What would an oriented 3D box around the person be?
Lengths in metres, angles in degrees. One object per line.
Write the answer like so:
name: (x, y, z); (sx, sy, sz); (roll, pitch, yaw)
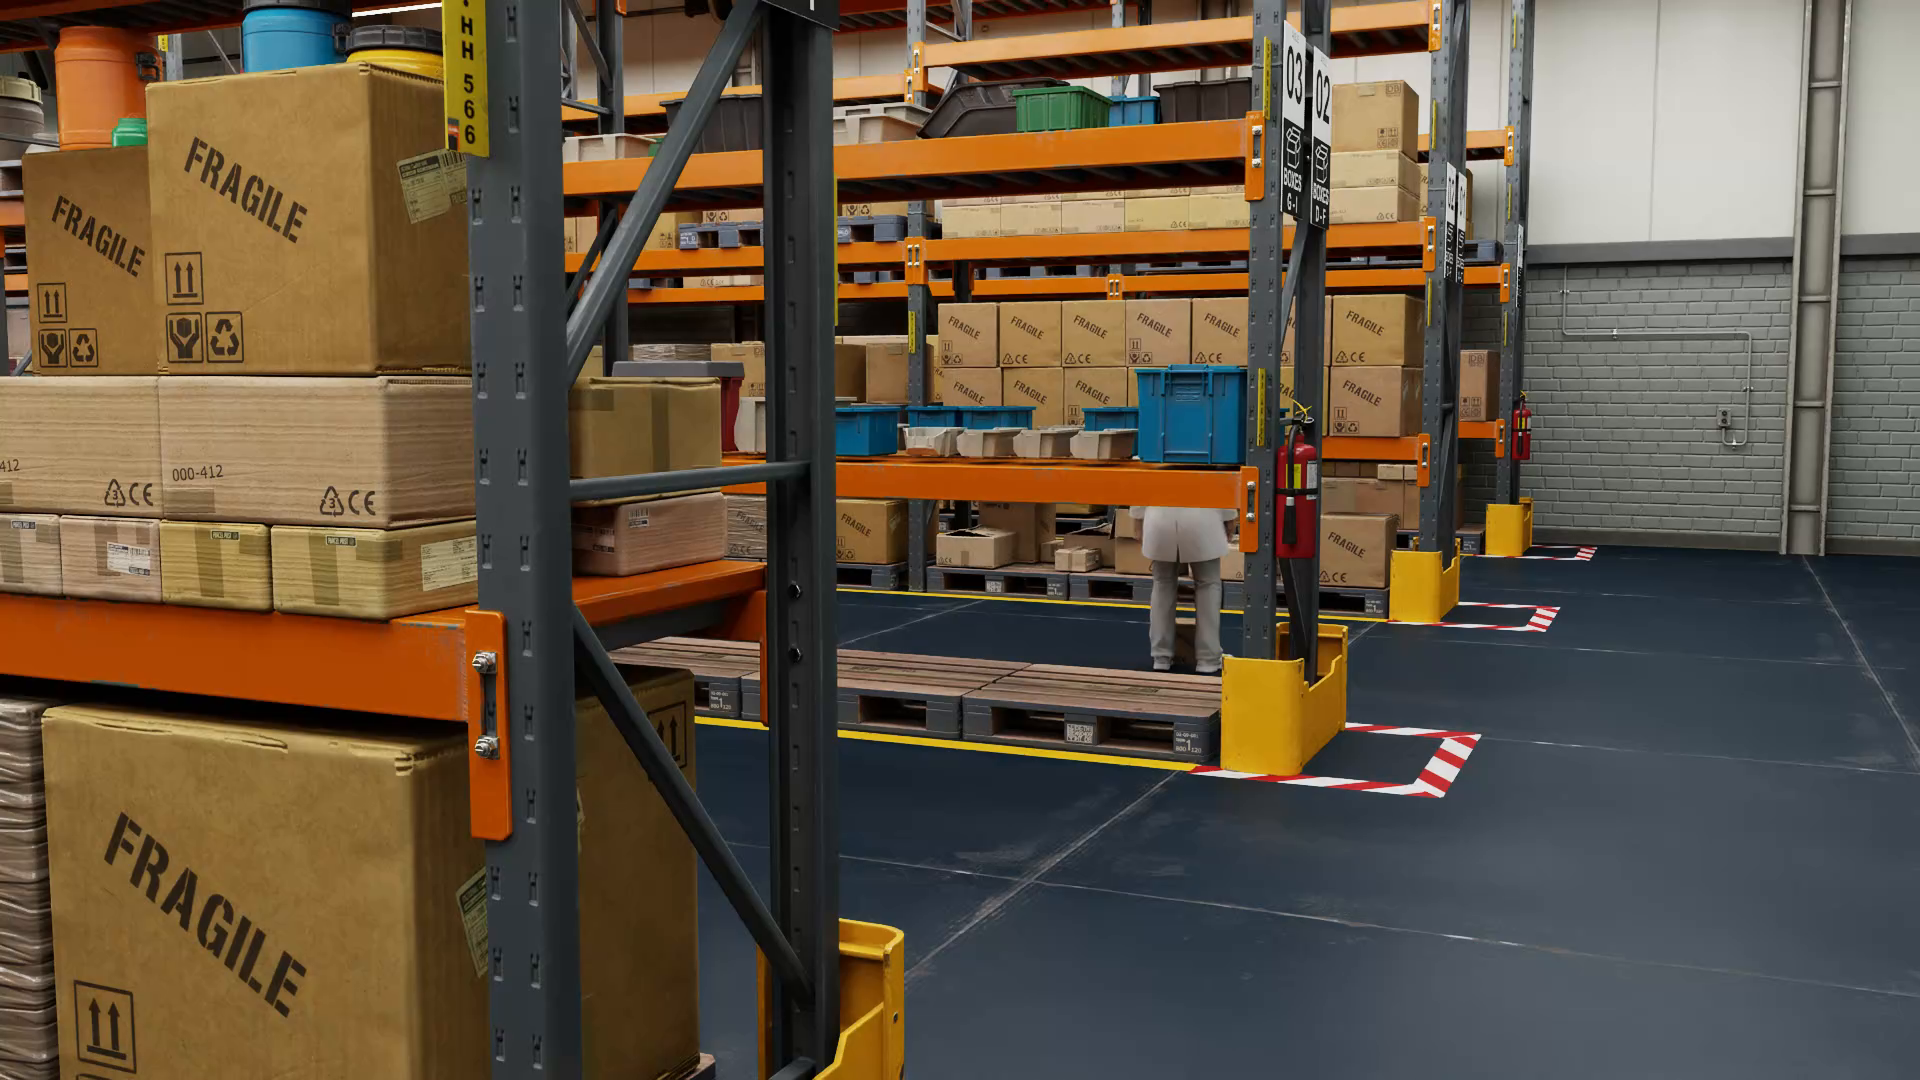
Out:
person: (1.308, -0.122, 9.757); (0.644, 1.772, 0.429); (2, 6, 21)
